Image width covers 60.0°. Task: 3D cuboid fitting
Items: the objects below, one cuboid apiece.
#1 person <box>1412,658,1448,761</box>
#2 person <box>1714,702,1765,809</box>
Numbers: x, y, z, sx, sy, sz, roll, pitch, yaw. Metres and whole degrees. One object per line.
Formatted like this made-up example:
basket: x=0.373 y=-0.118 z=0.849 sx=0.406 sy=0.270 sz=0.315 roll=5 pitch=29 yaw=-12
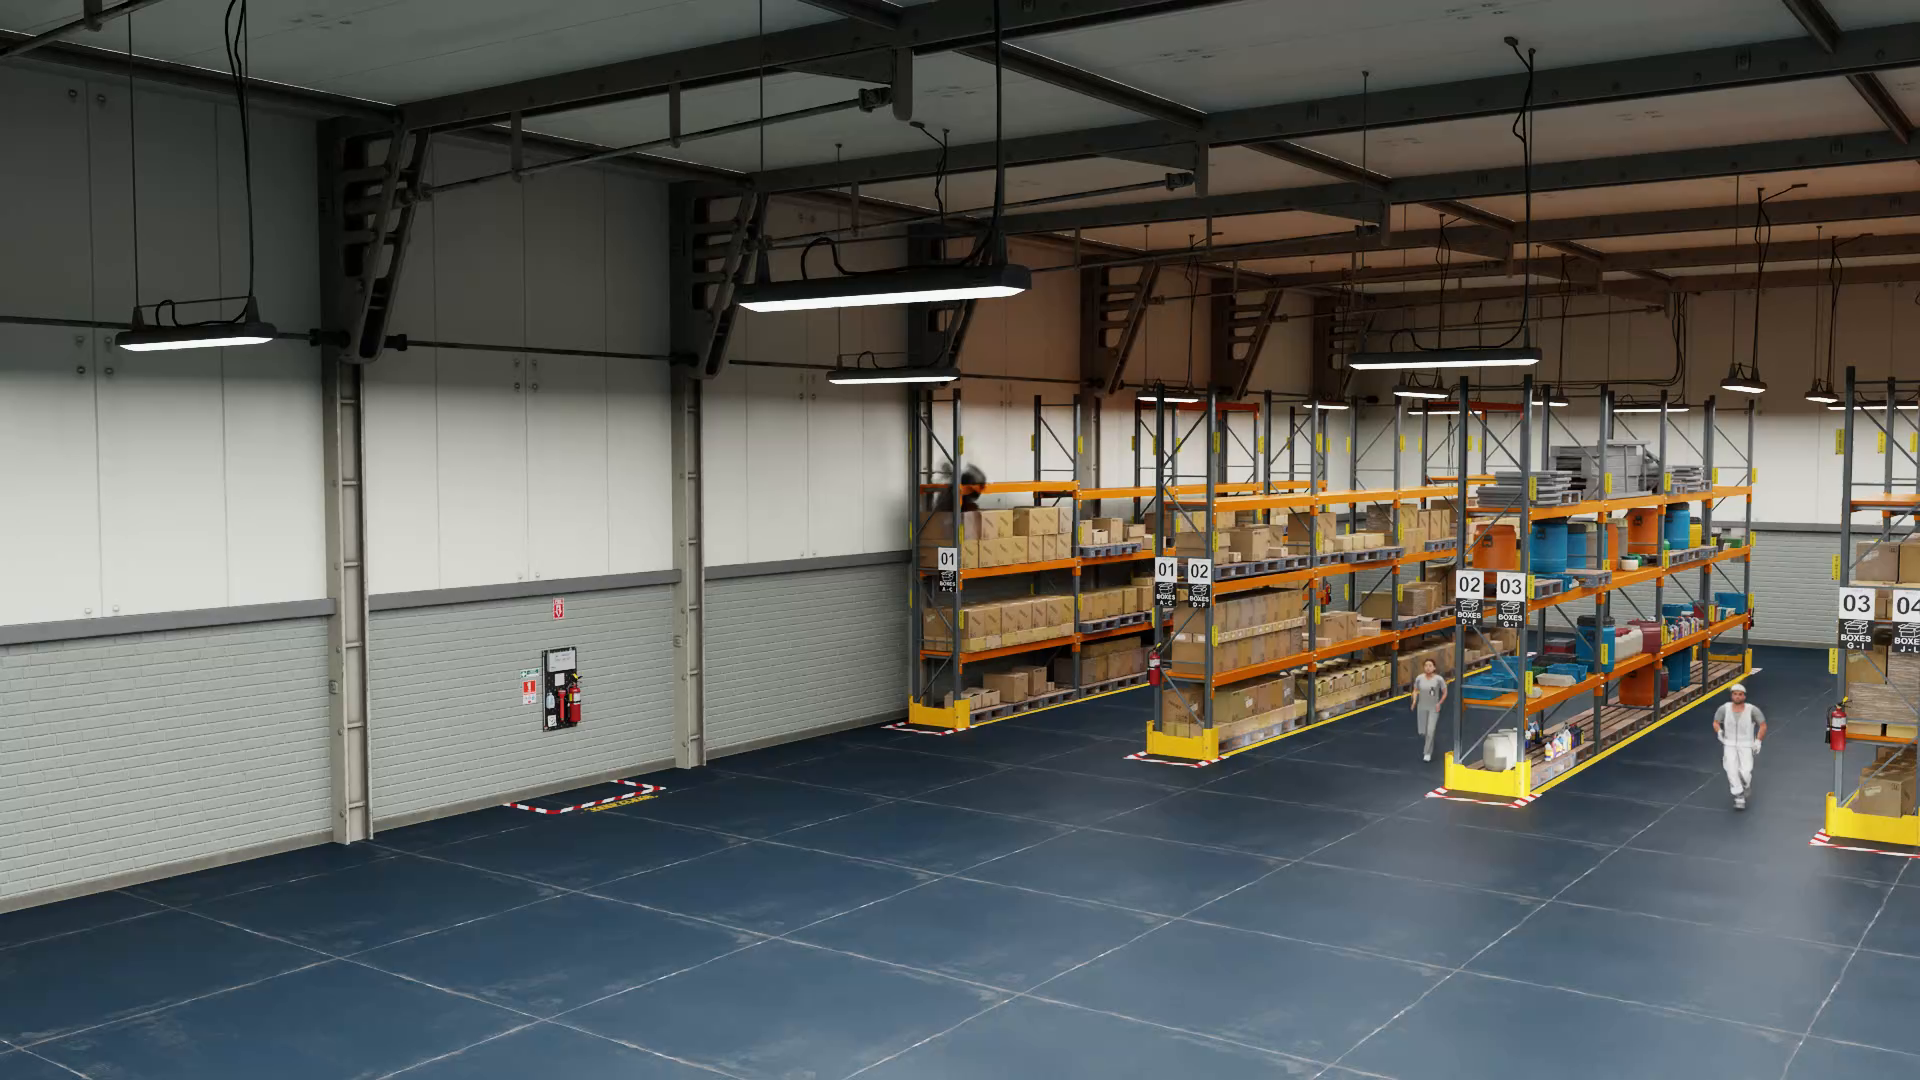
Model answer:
person: x=7.517 y=2.684 z=26.561 sx=0.550 sy=1.621 sz=0.622 roll=2 pitch=4 yaw=28
person: x=10.675 y=2.956 z=22.826 sx=0.636 sy=1.510 sz=0.562 roll=2 pitch=4 yaw=35
